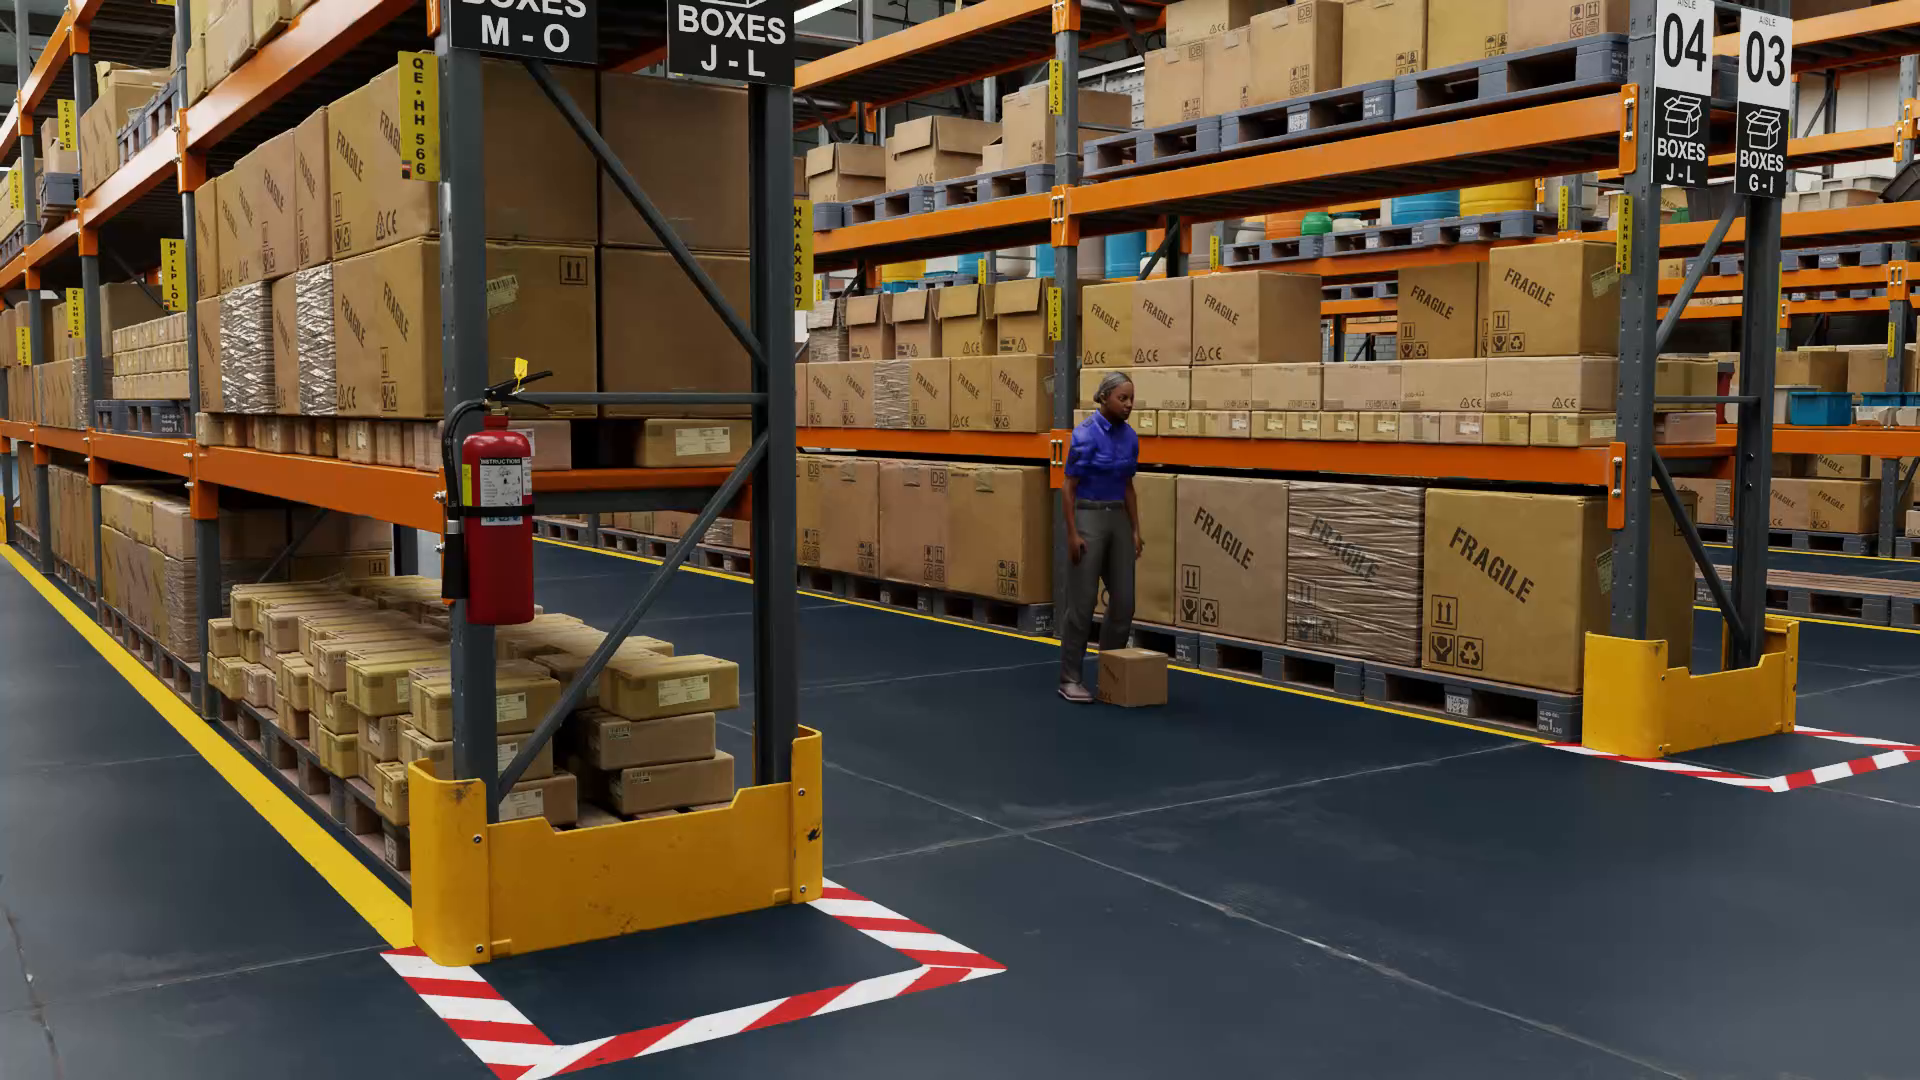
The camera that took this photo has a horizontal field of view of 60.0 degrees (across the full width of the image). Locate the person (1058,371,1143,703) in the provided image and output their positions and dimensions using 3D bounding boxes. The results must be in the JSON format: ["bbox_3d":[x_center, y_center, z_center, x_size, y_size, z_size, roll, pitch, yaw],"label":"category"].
[{"bbox_3d":[0.717,-0.028,8.447,0.533,1.654,0.352,-4,6,-37],"label":"person"}]
